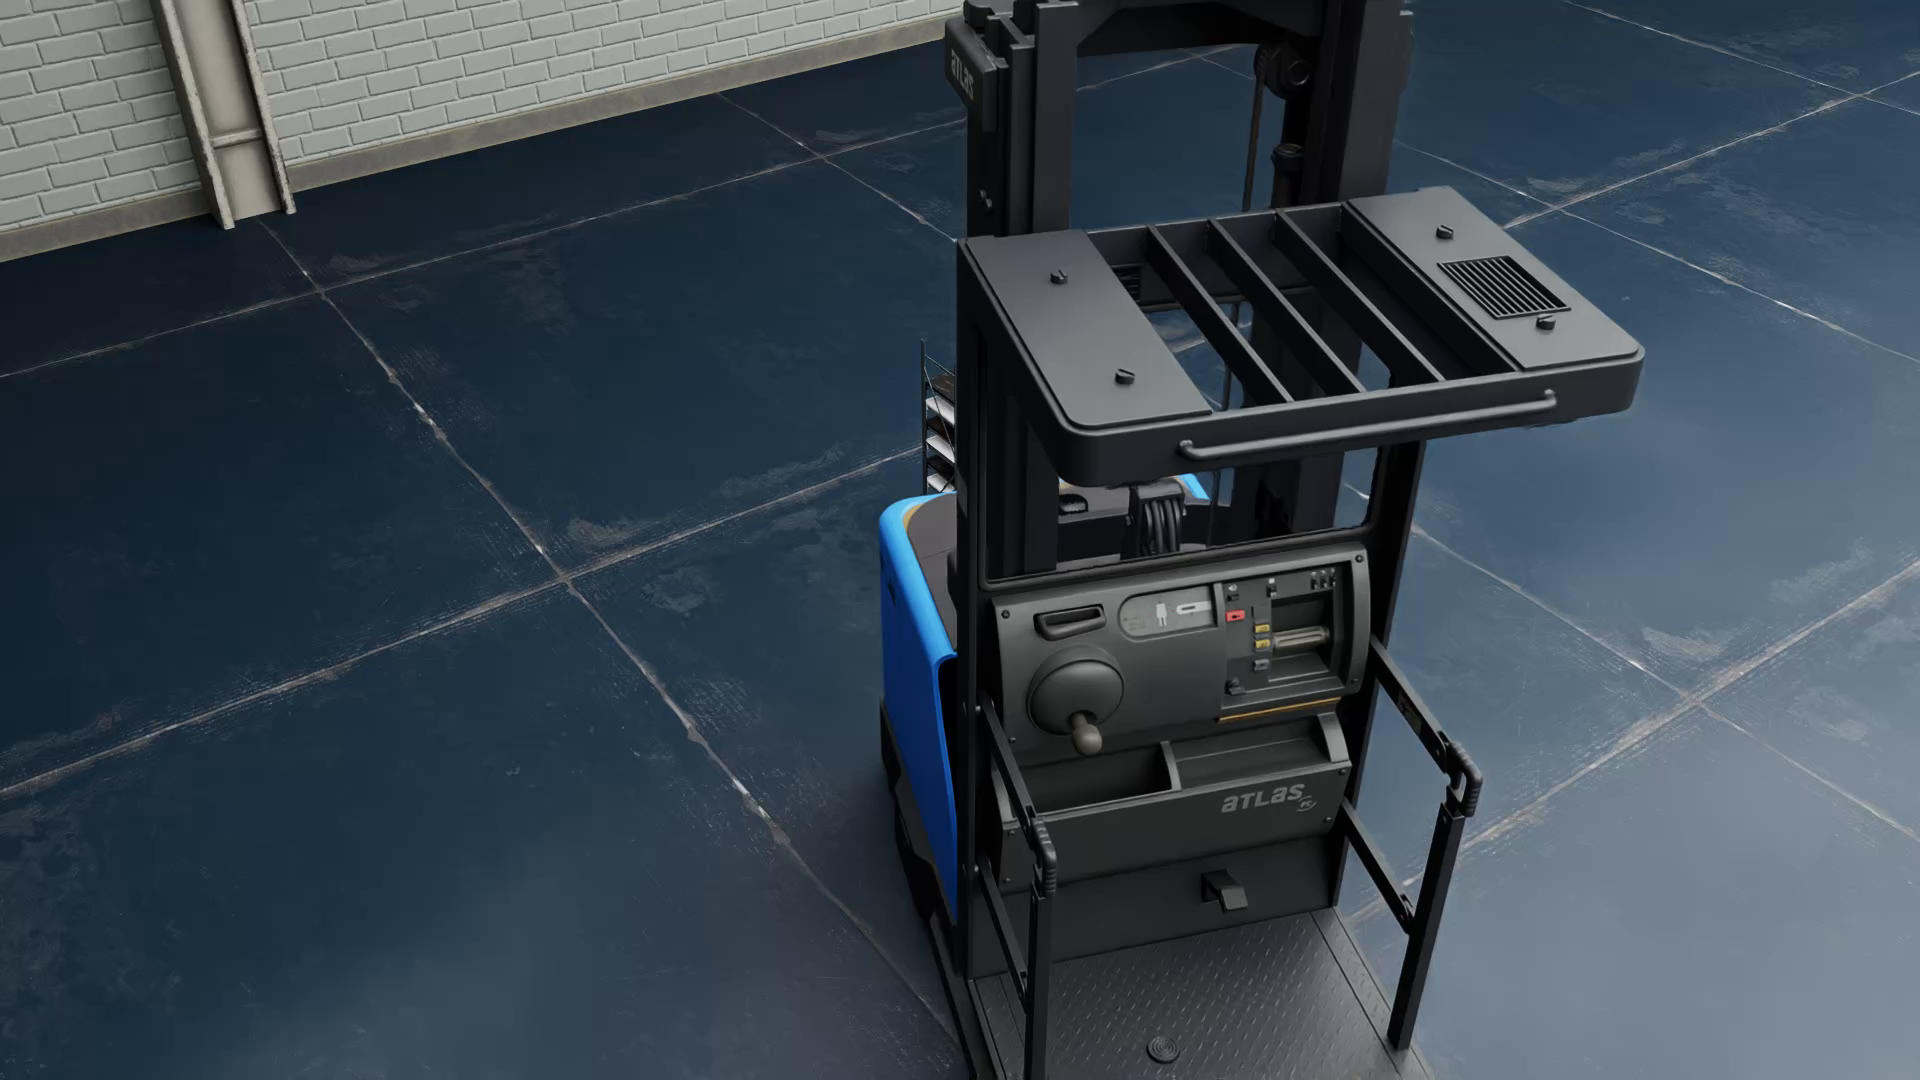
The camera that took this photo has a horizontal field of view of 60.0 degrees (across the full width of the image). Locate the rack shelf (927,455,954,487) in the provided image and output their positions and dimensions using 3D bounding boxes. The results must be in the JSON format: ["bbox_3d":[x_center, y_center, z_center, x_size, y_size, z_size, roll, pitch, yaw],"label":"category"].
[{"bbox_3d":[0.007,-0.268,6.563,0.200,0.077,0.258,-22,41,-28],"label":"rack shelf"}]

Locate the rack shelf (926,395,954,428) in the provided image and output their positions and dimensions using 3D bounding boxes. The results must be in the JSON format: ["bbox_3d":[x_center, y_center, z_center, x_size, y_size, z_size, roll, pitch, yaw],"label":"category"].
[{"bbox_3d":[0.007,-0.487,6.405,0.200,0.077,0.258,-22,41,-28],"label":"rack shelf"}]

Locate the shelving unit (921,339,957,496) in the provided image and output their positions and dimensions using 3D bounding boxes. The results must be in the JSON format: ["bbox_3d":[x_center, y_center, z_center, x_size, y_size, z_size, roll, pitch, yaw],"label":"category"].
[{"bbox_3d":[0.007,-0.368,6.491,0.210,0.900,0.258,-22,41,-28],"label":"shelving unit"}]

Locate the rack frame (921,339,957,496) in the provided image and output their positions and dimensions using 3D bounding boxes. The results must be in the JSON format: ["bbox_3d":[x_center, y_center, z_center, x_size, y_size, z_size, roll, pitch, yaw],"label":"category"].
[{"bbox_3d":[-0.076,-0.334,6.443,0.006,0.900,0.240,-22,41,-28],"label":"rack frame"}]

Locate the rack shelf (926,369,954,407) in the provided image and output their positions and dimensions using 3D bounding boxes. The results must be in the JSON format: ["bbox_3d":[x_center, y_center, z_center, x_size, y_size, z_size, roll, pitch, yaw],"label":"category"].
[{"bbox_3d":[0.007,-0.560,6.353,0.200,0.077,0.258,-22,41,-28],"label":"rack shelf"}]

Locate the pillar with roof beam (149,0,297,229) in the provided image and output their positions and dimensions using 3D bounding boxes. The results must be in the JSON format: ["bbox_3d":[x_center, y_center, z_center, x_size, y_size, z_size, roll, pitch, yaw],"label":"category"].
[{"bbox_3d":[-1.479,-3.439,3.825,0.400,9.000,9.100,-22,41,-28],"label":"pillar with roof beam"}]

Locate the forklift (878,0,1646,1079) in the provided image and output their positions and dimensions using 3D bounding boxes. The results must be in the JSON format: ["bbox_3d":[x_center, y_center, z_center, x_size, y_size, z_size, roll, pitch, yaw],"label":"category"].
[{"bbox_3d":[0.592,0.327,3.786,1.130,2.935,3.031,-8,37,-11],"label":"forklift"}]

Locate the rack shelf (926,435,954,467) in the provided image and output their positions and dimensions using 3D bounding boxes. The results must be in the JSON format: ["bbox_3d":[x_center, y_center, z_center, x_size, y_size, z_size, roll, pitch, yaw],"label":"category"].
[{"bbox_3d":[0.007,-0.341,6.511,0.200,0.077,0.258,-22,41,-28],"label":"rack shelf"}]

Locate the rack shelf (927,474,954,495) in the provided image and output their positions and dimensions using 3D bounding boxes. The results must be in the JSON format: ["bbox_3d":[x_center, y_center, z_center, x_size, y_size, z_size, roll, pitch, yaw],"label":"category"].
[{"bbox_3d":[0.007,-0.195,6.616,0.200,0.077,0.258,-22,41,-28],"label":"rack shelf"}]

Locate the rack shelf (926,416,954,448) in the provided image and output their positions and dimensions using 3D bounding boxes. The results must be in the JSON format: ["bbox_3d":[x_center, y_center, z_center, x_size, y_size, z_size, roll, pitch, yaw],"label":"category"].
[{"bbox_3d":[0.007,-0.414,6.458,0.200,0.077,0.258,-22,41,-28],"label":"rack shelf"}]
